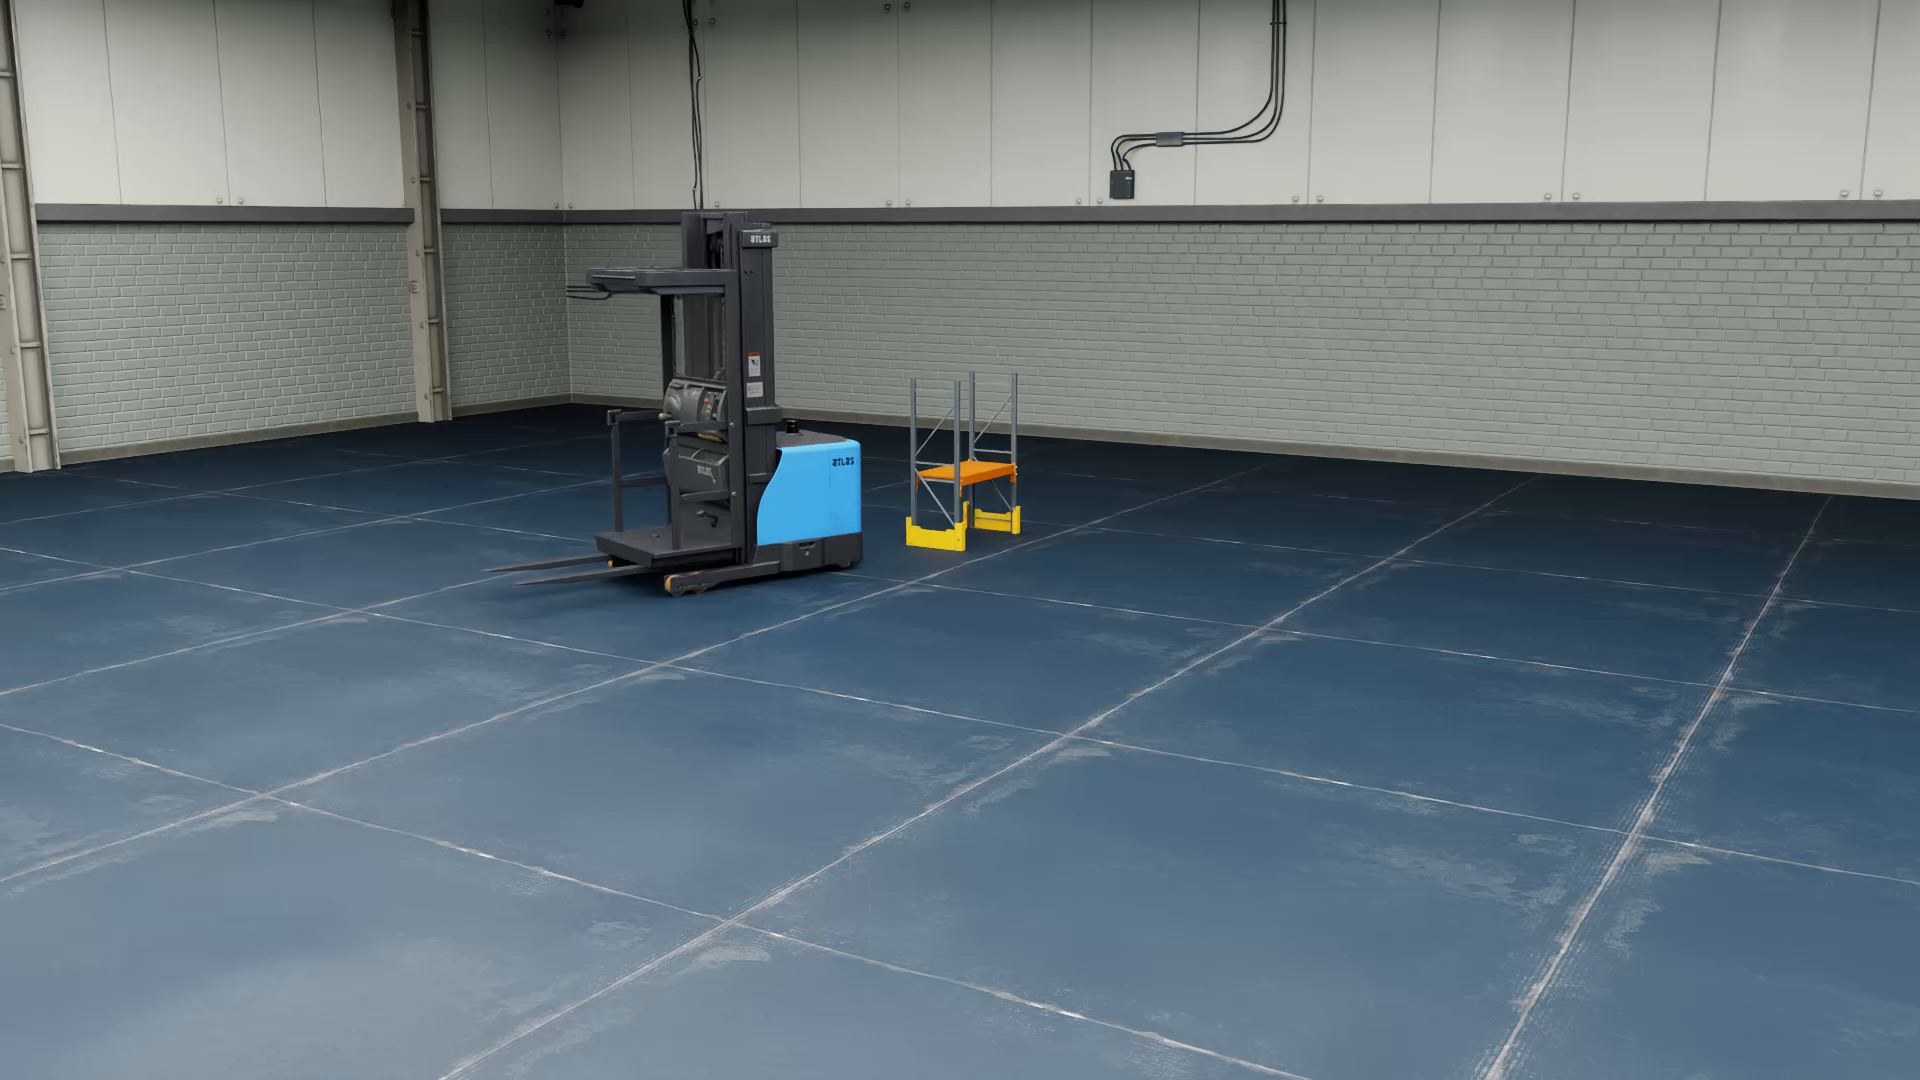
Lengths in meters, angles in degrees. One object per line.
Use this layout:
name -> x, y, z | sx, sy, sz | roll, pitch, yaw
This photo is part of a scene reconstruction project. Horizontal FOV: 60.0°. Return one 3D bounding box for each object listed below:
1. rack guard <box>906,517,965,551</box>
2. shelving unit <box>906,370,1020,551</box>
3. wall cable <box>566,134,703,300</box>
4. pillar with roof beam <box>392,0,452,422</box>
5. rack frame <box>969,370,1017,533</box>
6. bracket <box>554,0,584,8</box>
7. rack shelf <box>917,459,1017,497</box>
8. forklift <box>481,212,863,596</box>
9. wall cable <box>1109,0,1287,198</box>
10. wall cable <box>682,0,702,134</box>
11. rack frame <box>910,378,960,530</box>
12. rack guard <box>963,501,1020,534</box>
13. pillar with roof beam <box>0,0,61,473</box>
rack guard -> -0.219, -0.057, 14.873 | 0.587, 0.250, 0.087 | 6, 12, 31
shelving unit -> 0.040, -0.749, 15.176 | 0.587, 1.500, 1.083 | 6, 12, 31
wall cable -> -5.155, -5.012, 26.004 | 3.097, 2.526, 0.112 | 6, 12, 31
pillar with roof beam -> -4.135, -5.790, 21.721 | 9.100, 9.000, 0.548 | 6, 12, 31
rack frame -> 0.308, -0.831, 15.611 | 0.500, 1.500, 0.032 | 6, 12, 31
bracket -> -6.065, -8.374, 25.745 | 0.235, 0.232, 0.430 | 6, 12, 31
rack shelf -> 0.044, -0.574, 15.217 | 0.538, 0.185, 1.000 | 6, 12, 31
forklift -> -2.290, -1.114, 13.236 | 3.031, 2.935, 1.130 | -8, 13, -37
wall cable -> 2.951, -7.300, 20.547 | 2.305, 6.003, 0.169 | 6, 12, 31
wall cable -> -2.843, -7.236, 24.159 | 3.097, 2.526, 0.112 | 6, 12, 31
rack frame -> -0.220, -0.671, 14.757 | 0.500, 1.500, 0.032 | 6, 12, 31
rack guard -> 0.298, -0.213, 15.709 | 0.587, 0.250, 0.087 | 6, 12, 31
pillar with roof beam -> -7.250, -4.846, 16.681 | 9.100, 9.000, 0.400 | 6, 12, 31
